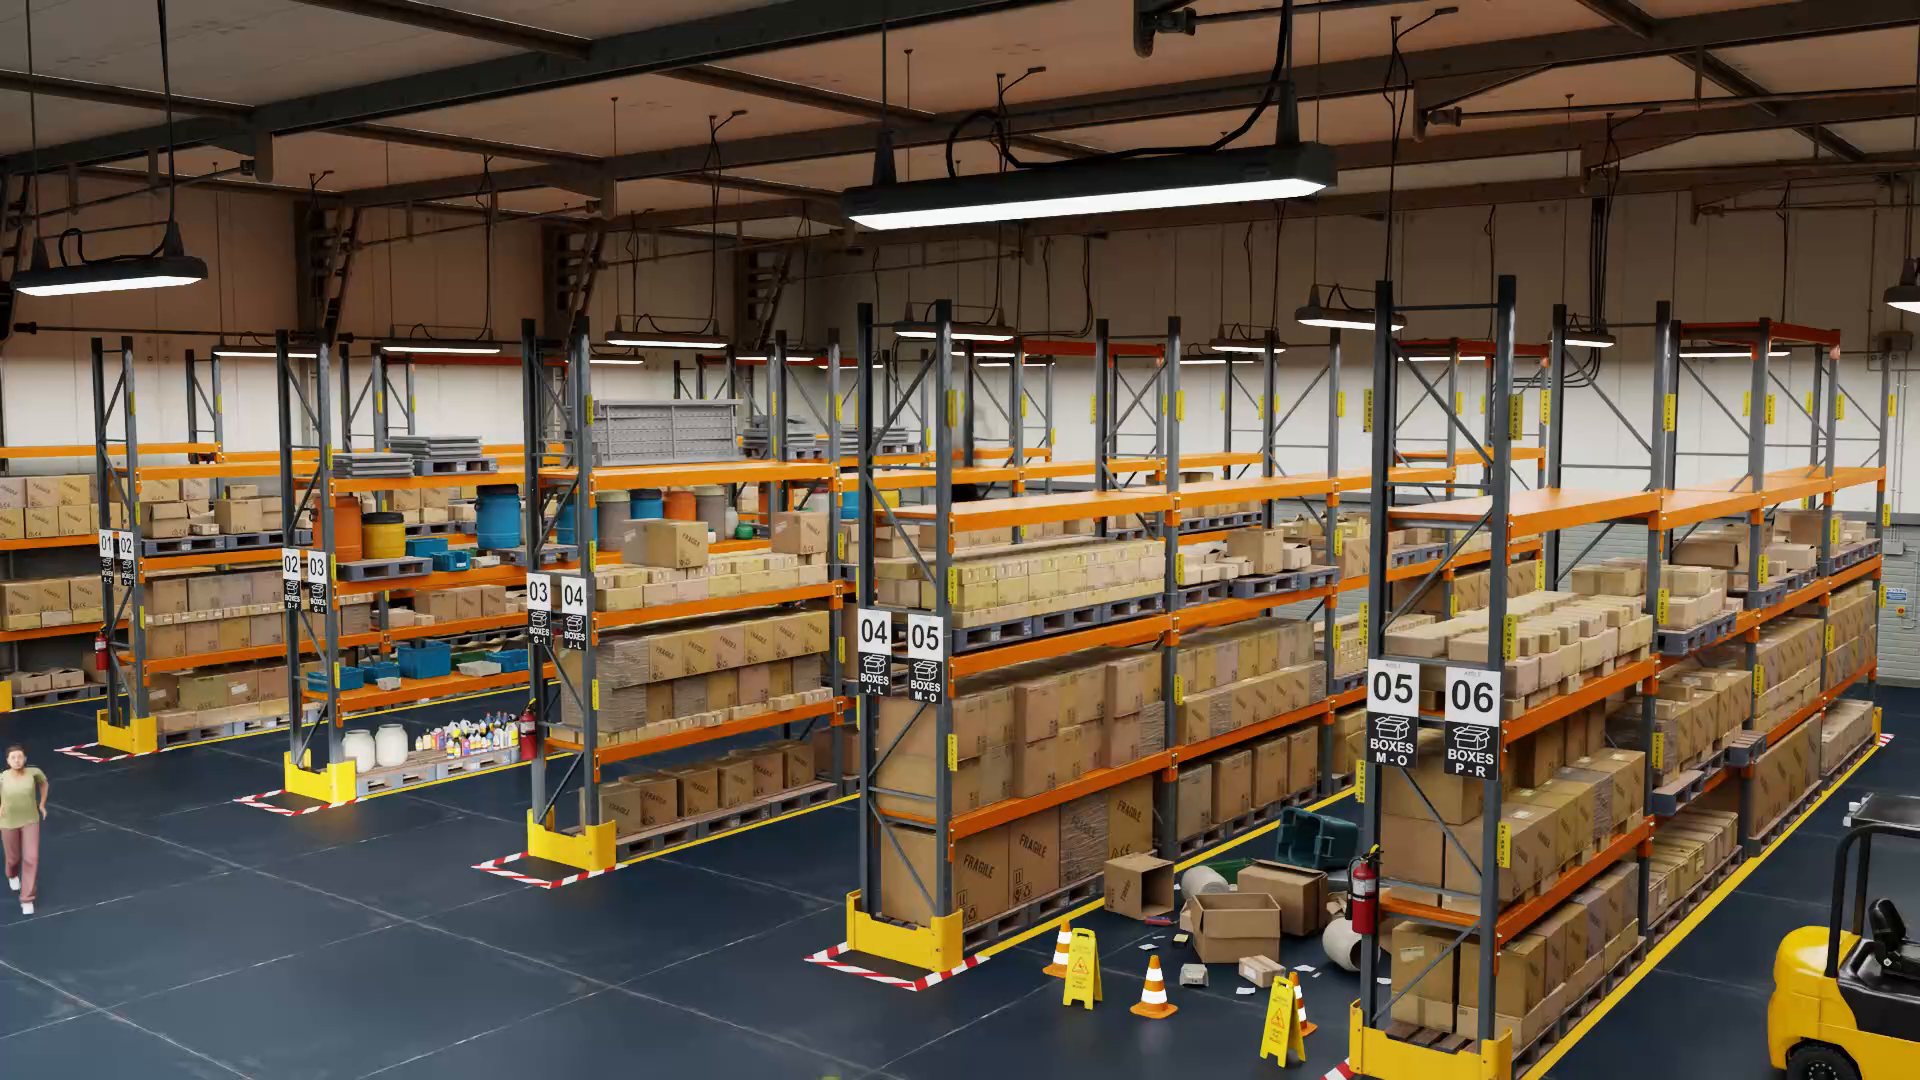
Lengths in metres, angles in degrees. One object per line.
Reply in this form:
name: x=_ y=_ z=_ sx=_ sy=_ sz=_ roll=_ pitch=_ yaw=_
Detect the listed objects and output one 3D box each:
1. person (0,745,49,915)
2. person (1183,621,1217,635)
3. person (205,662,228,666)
person: x=-9.510 y=2.873 z=16.814 sx=0.562 sy=1.656 sz=0.926 roll=-3 pitch=6 yaw=-33
person: x=3.752 y=1.978 z=25.882 sx=0.698 sy=1.771 sz=0.981 roll=3 pitch=6 yaw=30
person: x=-12.040 y=1.932 z=26.978 sx=0.711 sy=1.753 sz=0.915 roll=3 pitch=6 yaw=28
